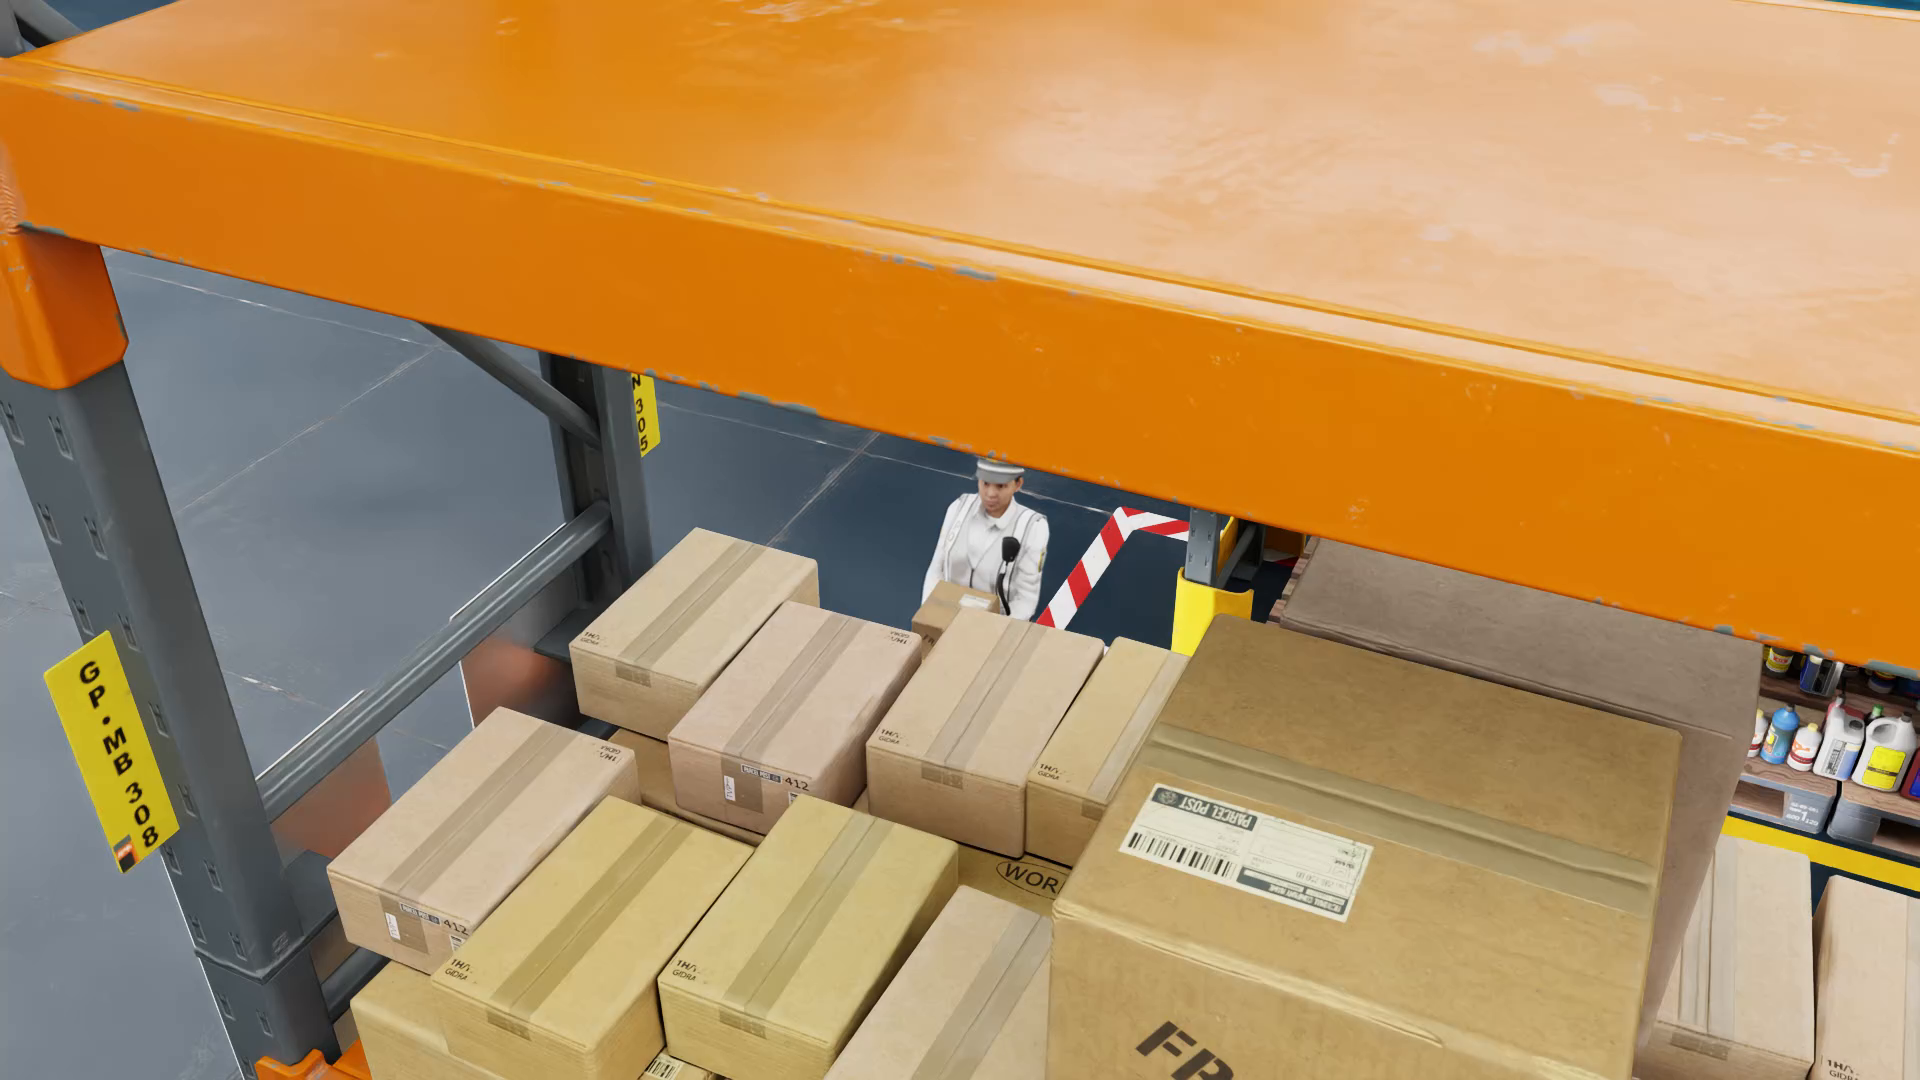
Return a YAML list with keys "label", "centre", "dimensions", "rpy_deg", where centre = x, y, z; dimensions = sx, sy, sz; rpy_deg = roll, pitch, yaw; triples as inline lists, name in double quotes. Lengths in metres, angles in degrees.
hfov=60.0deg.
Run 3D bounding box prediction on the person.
- label: "person"
  centre: [0.081, 0.384, 6.547]
  dimensions: [0.460, 1.686, 0.557]
  rpy_deg: [15, 37, 21]
